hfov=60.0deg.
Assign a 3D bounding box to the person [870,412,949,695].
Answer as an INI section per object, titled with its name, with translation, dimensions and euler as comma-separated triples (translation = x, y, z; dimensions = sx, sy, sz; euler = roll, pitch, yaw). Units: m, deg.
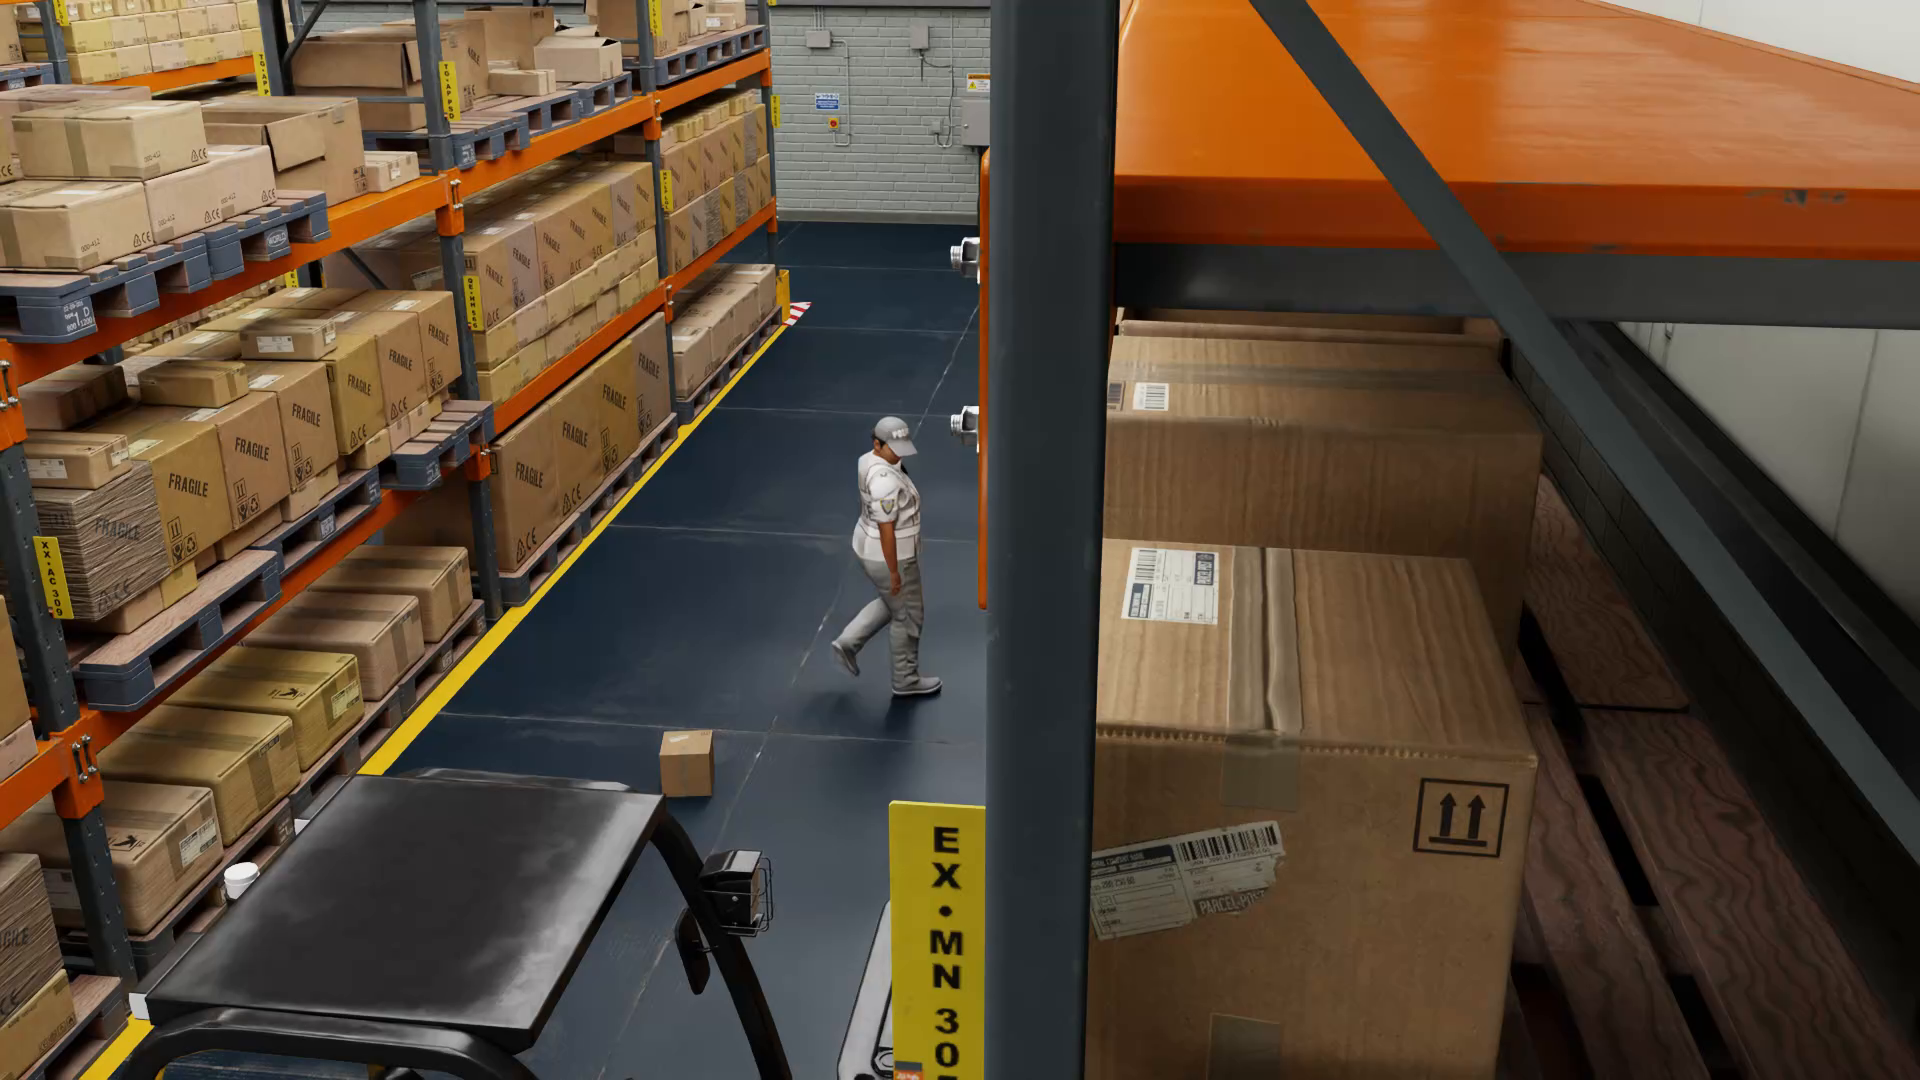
[person]
translation = -0.279, 0.095, 9.346
dimensions = 0.424, 1.709, 0.528
euler = -7, 22, -17
